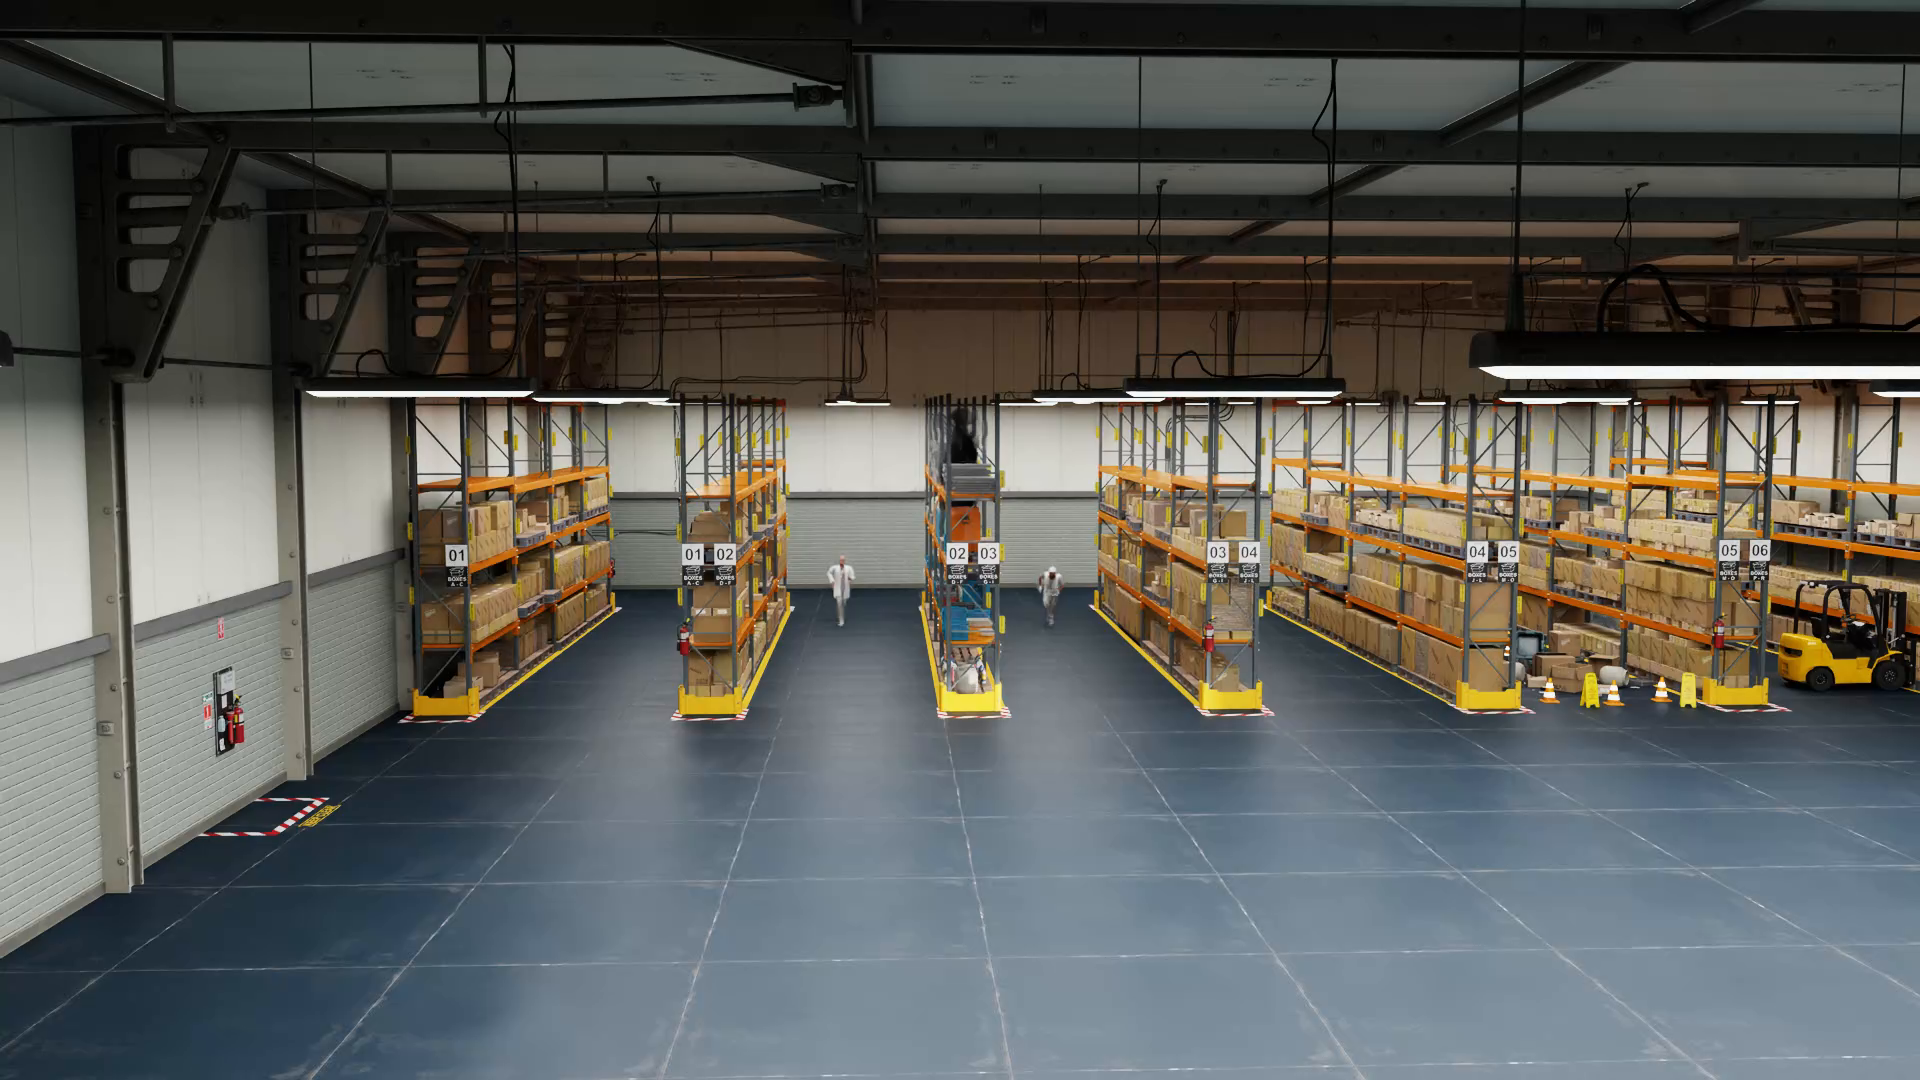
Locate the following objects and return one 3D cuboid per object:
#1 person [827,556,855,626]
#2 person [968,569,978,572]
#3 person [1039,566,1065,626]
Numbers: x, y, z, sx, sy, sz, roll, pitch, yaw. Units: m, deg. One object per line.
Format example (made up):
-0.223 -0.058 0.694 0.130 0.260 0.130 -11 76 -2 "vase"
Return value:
-3.139 1.331 44.217 0.698 1.817 1.006 -1 5 -15 "person"
0.273 1.025 48.852 0.688 1.707 0.652 -1 5 -8 "person"
2.440 1.451 44.190 0.696 1.601 1.128 0 5 3 "person"
